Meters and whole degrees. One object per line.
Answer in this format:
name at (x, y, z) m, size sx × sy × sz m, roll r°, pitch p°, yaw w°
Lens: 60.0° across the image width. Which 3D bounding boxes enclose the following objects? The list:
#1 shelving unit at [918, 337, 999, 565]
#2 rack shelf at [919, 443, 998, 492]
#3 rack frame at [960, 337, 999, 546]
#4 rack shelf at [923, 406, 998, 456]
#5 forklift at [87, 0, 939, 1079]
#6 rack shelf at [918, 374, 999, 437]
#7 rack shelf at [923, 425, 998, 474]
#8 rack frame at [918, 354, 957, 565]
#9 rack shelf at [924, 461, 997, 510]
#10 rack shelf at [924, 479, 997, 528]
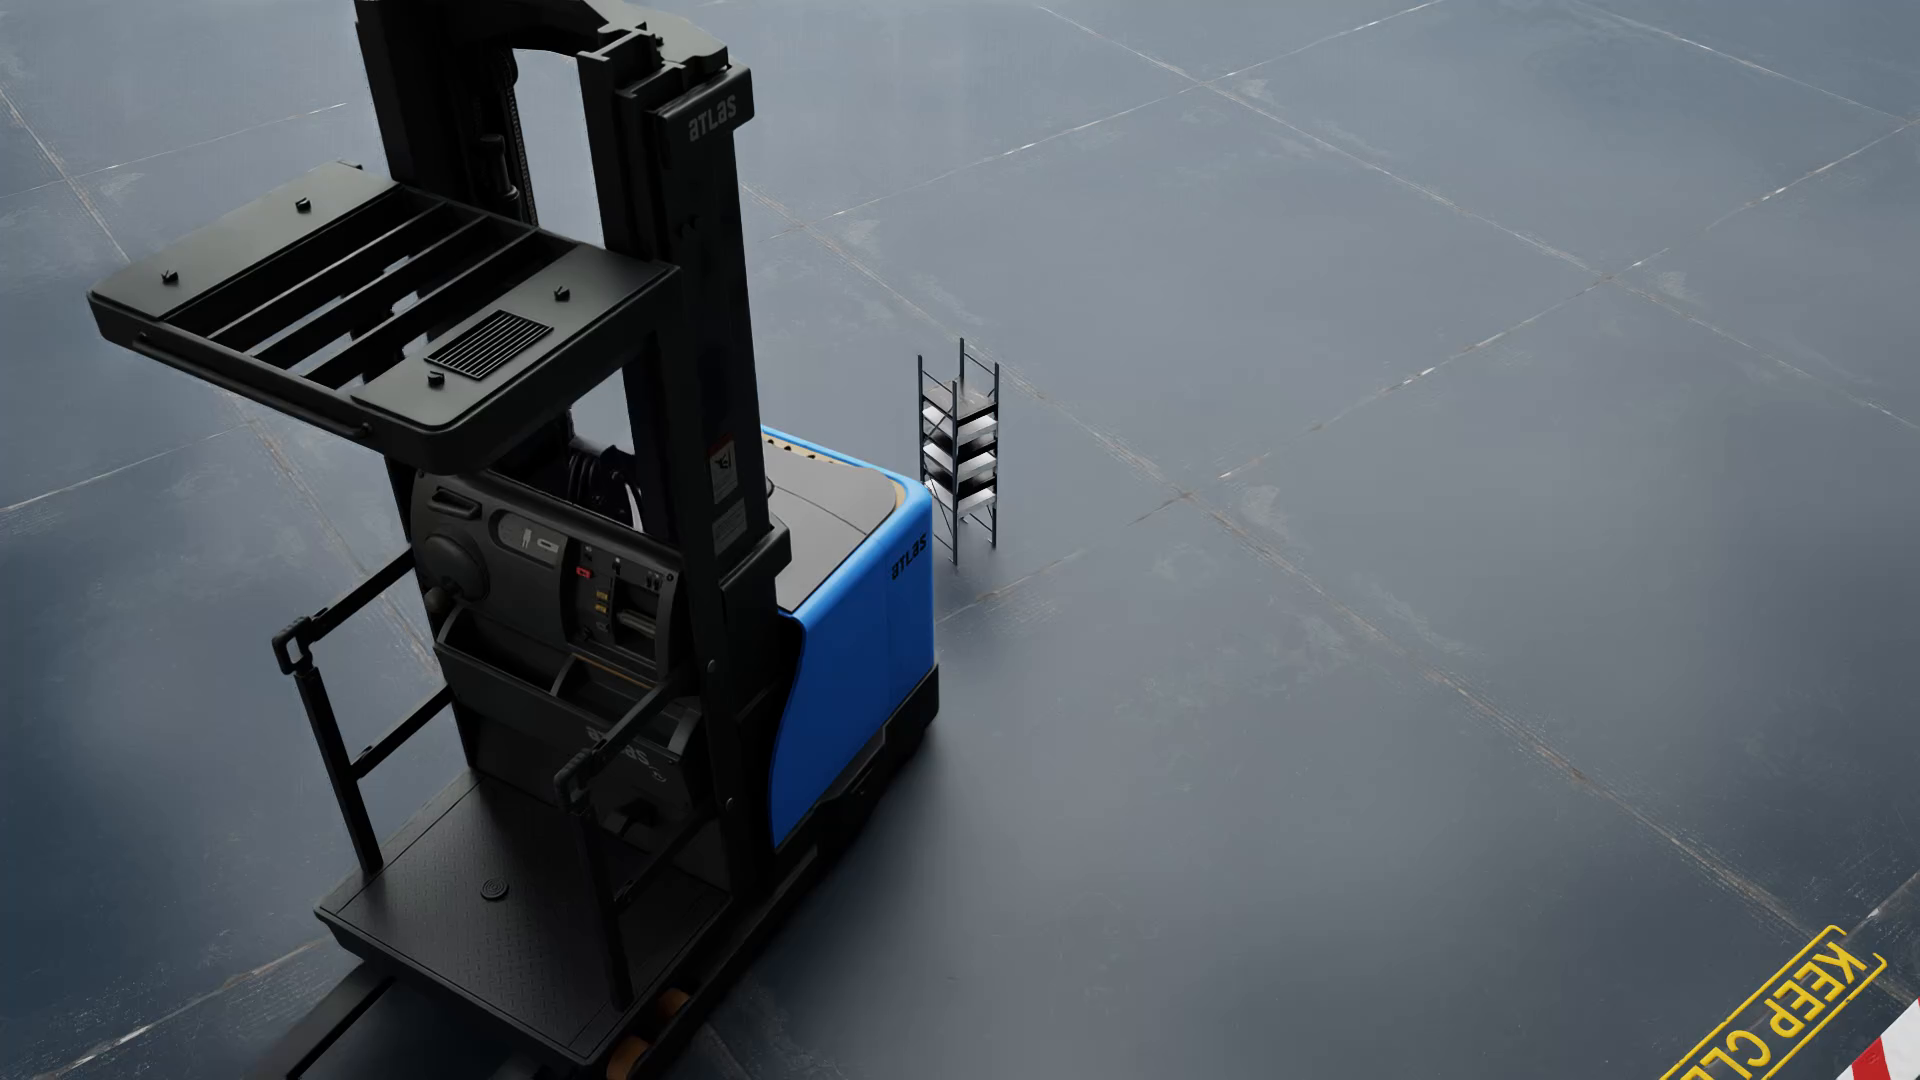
shelving unit at (-0.006, -0.345, 6.651) m, size 0.210 × 0.900 × 0.258 m, roll -26°, pitch 46°, yaw -28°
rack shelf at (-0.006, -0.319, 6.672) m, size 0.200 × 0.077 × 0.258 m, roll -26°, pitch 46°, yaw -28°
rack frame at (0.074, -0.384, 6.699) m, size 0.006 × 0.900 × 0.240 m, roll -26°, pitch 46°, yaw -28°
rack shelf at (-0.006, -0.458, 6.558) m, size 0.200 × 0.077 × 0.258 m, roll -26°, pitch 46°, yaw -28°
forklift at (-1.255, 0.169, 4.424) m, size 1.130 × 2.935 × 3.031 m, roll 20°, pitch 44°, yaw 23°
rack shelf at (-0.006, -0.528, 6.501) m, size 0.200 × 0.077 × 0.258 m, roll -26°, pitch 46°, yaw -28°
rack shelf at (-0.006, -0.389, 6.615) m, size 0.200 × 0.077 × 0.258 m, roll -26°, pitch 46°, yaw -28°
rack frame at (-0.087, -0.305, 6.603) m, size 0.006 × 0.900 × 0.240 m, roll -26°, pitch 46°, yaw -28°
rack shelf at (-0.006, -0.249, 6.729) m, size 0.200 × 0.077 × 0.258 m, roll -26°, pitch 46°, yaw -28°
rack shelf at (-0.006, -0.180, 6.786) m, size 0.200 × 0.077 × 0.258 m, roll -26°, pitch 46°, yaw -28°
